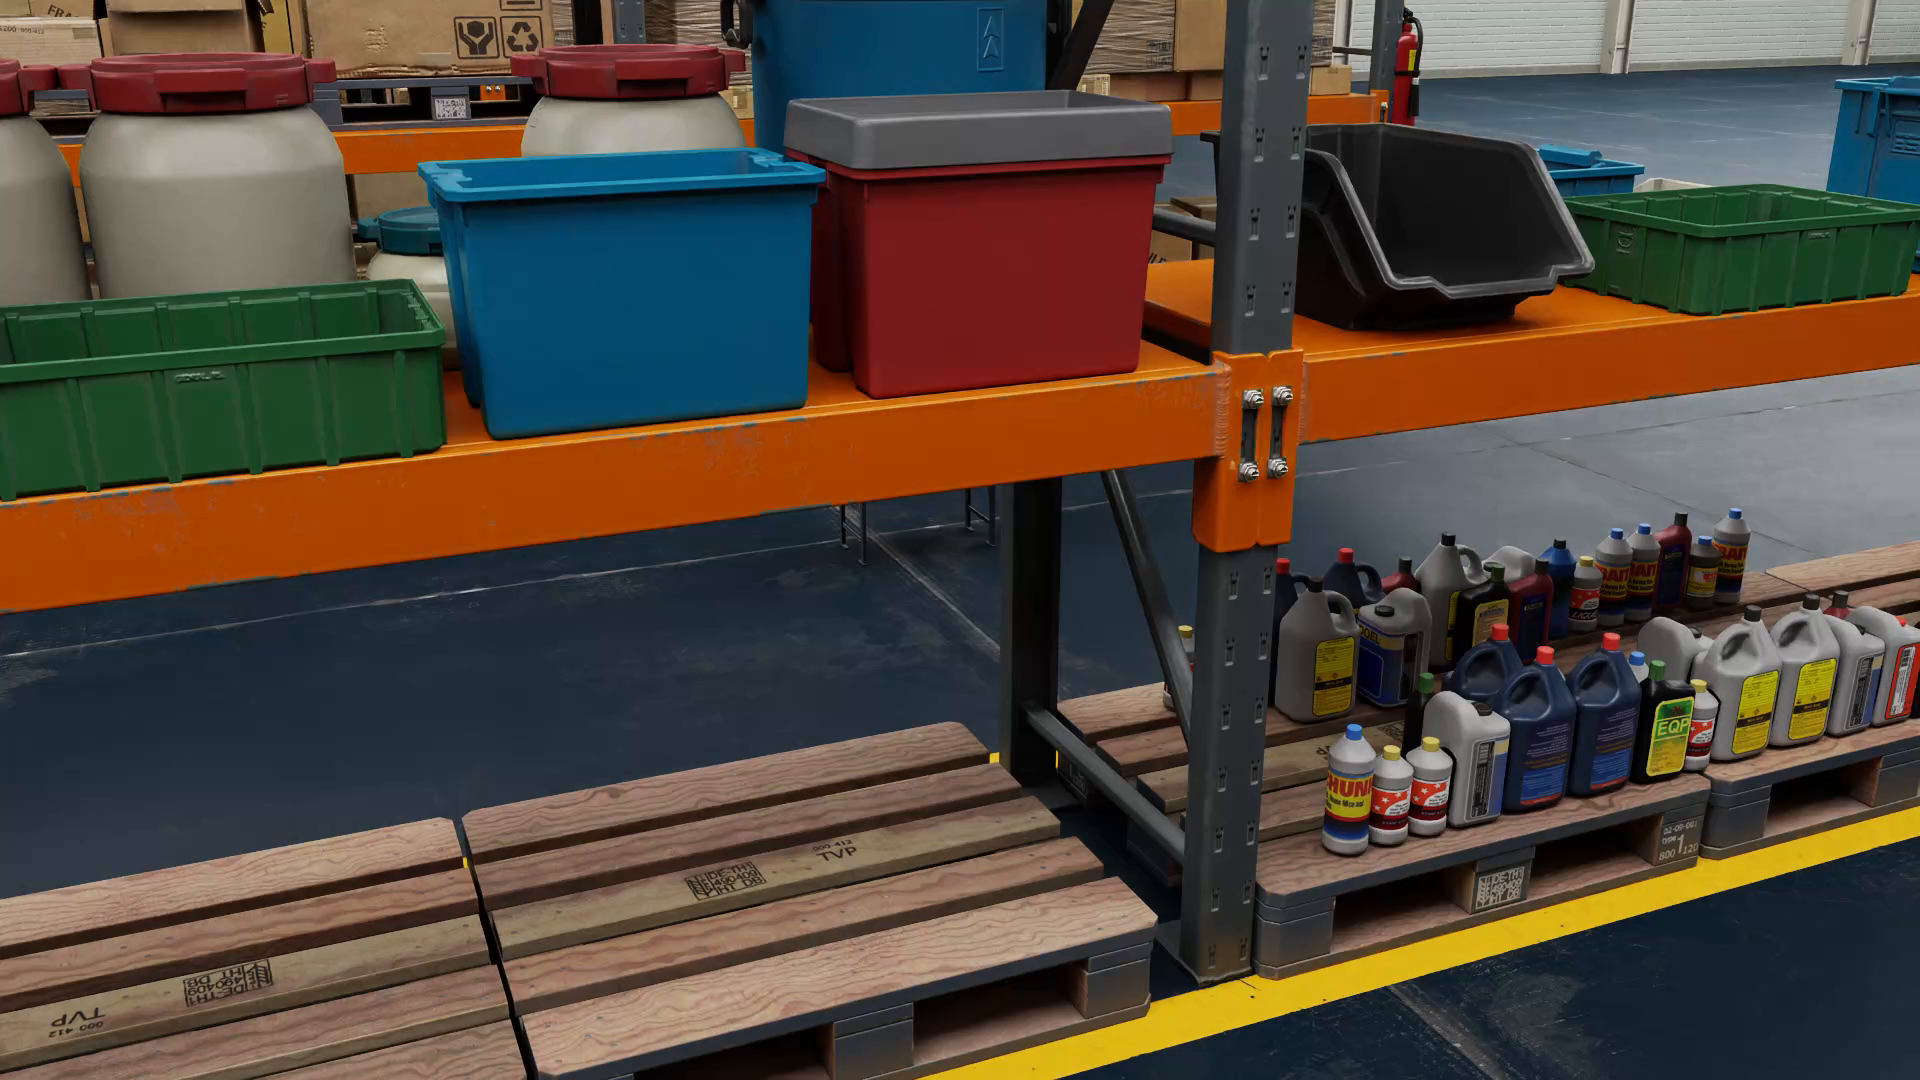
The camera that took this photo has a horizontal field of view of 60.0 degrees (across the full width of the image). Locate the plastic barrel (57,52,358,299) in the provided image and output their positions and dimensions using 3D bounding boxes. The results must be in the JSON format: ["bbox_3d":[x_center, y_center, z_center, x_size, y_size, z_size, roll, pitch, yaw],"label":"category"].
[{"bbox_3d":[-1.289,-0.564,2.903,0.433,0.535,0.433,0,19,0],"label":"plastic barrel"}]

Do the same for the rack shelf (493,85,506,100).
[{"bbox_3d":[-1.647,-3.616,12.857,4.000,0.370,1.077,-8,21,-22],"label":"rack shelf"}]

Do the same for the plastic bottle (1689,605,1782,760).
[{"bbox_3d":[1.820,0.326,3.906,0.185,0.351,0.144,-8,21,-22],"label":"plastic bottle"}]

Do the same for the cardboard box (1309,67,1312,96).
[{"bbox_3d":[1.652,-2.441,8.815,0.250,0.149,0.380,-8,21,-22],"label":"cardboard box"}]

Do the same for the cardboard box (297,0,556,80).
[{"bbox_3d":[-2.396,-2.585,7.312,1.000,1.000,1.000,-8,21,-22],"label":"cardboard box"}]

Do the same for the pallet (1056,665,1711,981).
[{"bbox_3d":[0.984,0.584,4.045,1.213,0.211,1.003,-8,21,-22],"label":"pallet"}]

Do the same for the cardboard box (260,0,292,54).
[{"bbox_3d":[-4.784,-3.456,11.170,0.500,0.500,0.500,-8,21,-21],"label":"cardboard box"}]

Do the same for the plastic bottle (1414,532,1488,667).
[{"bbox_3d":[1.300,0.146,4.417,0.185,0.351,0.144,-8,21,-22],"label":"plastic bottle"}]

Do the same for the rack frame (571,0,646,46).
[{"bbox_3d":[-1.611,-2.166,7.657,0.127,3.000,1.000,-8,21,-22],"label":"rack frame"}]

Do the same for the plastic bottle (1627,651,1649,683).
[{"bbox_3d":[1.550,0.389,3.848,0.097,0.271,0.097,0,19,0],"label":"plastic bottle"}]

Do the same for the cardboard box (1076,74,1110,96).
[{"bbox_3d":[0.546,-2.244,8.257,0.250,0.149,0.380,-8,21,-22],"label":"cardboard box"}]

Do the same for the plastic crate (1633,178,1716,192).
[{"bbox_3d":[1.741,-0.822,4.237,0.437,0.136,0.530,-8,21,-22],"label":"plastic crate"}]

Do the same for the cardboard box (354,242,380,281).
[{"bbox_3d":[-2.629,-1.063,7.627,0.500,0.500,0.700,-8,21,-22],"label":"cardboard box"}]

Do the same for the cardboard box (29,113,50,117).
[{"bbox_3d":[-8.687,-3.692,15.315,0.625,0.372,0.950,-10,22,-26],"label":"cardboard box"}]

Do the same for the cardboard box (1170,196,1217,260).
[{"bbox_3d":[1.481,-1.634,9.278,0.500,0.500,0.500,-4,20,-12],"label":"cardboard box"}]

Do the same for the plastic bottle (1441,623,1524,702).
[{"bbox_3d":[1.199,0.363,3.801,0.185,0.351,0.144,-8,21,-22],"label":"plastic bottle"}]

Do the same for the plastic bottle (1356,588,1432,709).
[{"bbox_3d":[1.086,0.266,4.190,0.135,0.276,0.152,-8,21,-22],"label":"plastic bottle"}]

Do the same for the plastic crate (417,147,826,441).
[{"bbox_3d":[-0.539,-0.408,2.689,0.575,0.384,0.392,-8,21,-22],"label":"plastic crate"}]

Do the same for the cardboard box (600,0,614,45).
[{"bbox_3d":[-2.653,-3.894,12.339,0.550,0.550,0.875,-8,21,-22],"label":"cardboard box"}]

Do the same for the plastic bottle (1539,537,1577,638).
[{"bbox_3d":[1.642,0.126,4.593,0.097,0.271,0.097,0,19,0],"label":"plastic bottle"}]

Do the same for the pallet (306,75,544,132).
[{"bbox_3d":[-2.371,-2.019,7.529,1.213,0.211,1.003,-8,21,-22],"label":"pallet"}]

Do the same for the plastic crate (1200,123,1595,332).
[{"bbox_3d":[0.882,-0.656,3.463,0.504,0.338,0.767,-8,21,-22],"label":"plastic crate"}]

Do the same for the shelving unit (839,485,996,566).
[{"bbox_3d":[-0.152,-0.544,5.761,0.503,1.200,0.258,-8,21,-22],"label":"shelving unit"}]

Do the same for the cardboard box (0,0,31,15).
[{"bbox_3d":[-6.171,-3.257,10.606,0.500,0.500,0.500,-8,21,-22],"label":"cardboard box"}]

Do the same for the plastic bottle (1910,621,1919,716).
[{"bbox_3d":[2.411,0.288,4.115,0.133,0.283,0.061,-8,21,-21],"label":"plastic bottle"}]

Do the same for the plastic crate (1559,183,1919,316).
[{"bbox_3d":[1.709,-0.648,3.665,0.662,0.188,0.450,-8,21,-22],"label":"plastic crate"}]

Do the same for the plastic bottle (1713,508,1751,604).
[{"bbox_3d":[2.235,0.041,4.835,0.097,0.271,0.097,0,19,0],"label":"plastic bottle"}]

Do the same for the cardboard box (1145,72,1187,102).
[{"bbox_3d":[0.961,-2.344,8.540,0.250,0.149,0.380,-8,21,-22],"label":"cardboard box"}]

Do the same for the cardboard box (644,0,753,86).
[{"bbox_3d":[-1.174,-2.394,7.706,0.500,0.500,0.875,-8,21,-22],"label":"cardboard box"}]

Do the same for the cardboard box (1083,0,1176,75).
[{"bbox_3d":[0.658,-2.661,8.464,0.500,0.500,0.875,-8,21,-22],"label":"cardboard box"}]

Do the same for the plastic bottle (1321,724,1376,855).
[{"bbox_3d":[0.817,0.516,3.487,0.097,0.271,0.097,0,19,0],"label":"plastic bottle"}]

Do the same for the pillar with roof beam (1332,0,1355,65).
[{"bbox_3d":[7.894,-10.506,22.311,0.400,9.000,9.100,-8,21,-22],"label":"pillar with roof beam"}]

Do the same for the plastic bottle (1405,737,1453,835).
[{"bbox_3d":[1.003,0.522,3.575,0.097,0.201,0.097,0,19,0],"label":"plastic bottle"}]

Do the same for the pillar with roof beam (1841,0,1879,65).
[{"bbox_3d":[18.912,-12.085,26.795,0.400,9.000,9.100,-8,21,-22],"label":"pillar with roof beam"}]

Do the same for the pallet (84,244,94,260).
[{"bbox_3d":[-6.402,-1.931,11.189,1.213,0.211,1.003,-8,21,-22],"label":"pallet"}]

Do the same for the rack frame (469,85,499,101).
[{"bbox_3d":[-3.483,-3.692,11.991,0.127,3.000,1.000,-8,21,-22],"label":"rack frame"}]

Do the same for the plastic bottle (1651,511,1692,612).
[{"bbox_3d":[2.020,0.060,4.764,0.133,0.283,0.061,-8,21,-21],"label":"plastic bottle"}]

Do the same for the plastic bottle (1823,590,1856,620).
[{"bbox_3d":[2.226,0.260,4.196,0.133,0.283,0.061,-8,21,-22],"label":"plastic bottle"}]

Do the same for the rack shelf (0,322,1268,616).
[{"bbox_3d":[-1.486,-0.053,2.740,4.000,0.370,1.077,-8,21,-22],"label":"rack shelf"}]

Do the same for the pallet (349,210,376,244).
[{"bbox_3d":[-4.162,-2.252,12.100,1.213,0.211,1.003,-8,21,-22],"label":"pallet"}]

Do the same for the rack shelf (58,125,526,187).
[{"bbox_3d":[-3.448,-1.564,7.029,4.000,0.370,1.077,-8,21,-22],"label":"rack shelf"}]

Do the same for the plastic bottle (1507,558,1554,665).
[{"bbox_3d":[1.494,0.190,4.393,0.133,0.283,0.061,-8,21,-22],"label":"plastic bottle"}]

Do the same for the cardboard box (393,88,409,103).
[{"bbox_3d":[-4.804,-3.827,14.999,0.500,0.500,0.500,-8,21,-22],"label":"cardboard box"}]

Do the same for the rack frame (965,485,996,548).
[{"bbox_3d":[0.072,-0.576,5.852,0.015,1.200,0.240,-8,21,-22],"label":"rack frame"}]

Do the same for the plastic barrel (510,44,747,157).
[{"bbox_3d":[-0.615,-0.661,3.177,0.433,0.535,0.433,0,19,0],"label":"plastic barrel"}]

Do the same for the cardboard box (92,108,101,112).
[{"bbox_3d":[-10.004,-5.419,19.840,0.625,0.625,0.875,-7,21,-20],"label":"cardboard box"}]

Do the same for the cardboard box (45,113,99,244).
[{"bbox_3d":[-5.760,-2.471,11.279,0.750,0.750,1.050,-8,21,-21],"label":"cardboard box"}]

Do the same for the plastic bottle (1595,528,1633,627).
[{"bbox_3d":[1.829,0.099,4.669,0.097,0.271,0.097,0,19,0],"label":"plastic bottle"}]

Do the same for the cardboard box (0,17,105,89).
[{"bbox_3d":[-3.654,-1.917,6.545,0.500,0.250,0.500,-9,21,-23],"label":"cardboard box"}]

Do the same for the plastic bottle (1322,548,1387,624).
[{"bbox_3d":[1.004,0.188,4.296,0.185,0.351,0.144,-9,21,-25],"label":"plastic bottle"}]

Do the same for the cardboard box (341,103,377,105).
[{"bbox_3d":[-6.017,-4.077,16.409,0.625,0.372,0.950,-8,21,-21],"label":"cardboard box"}]

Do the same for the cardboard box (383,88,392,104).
[{"bbox_3d":[-6.931,-5.565,20.819,0.500,0.250,0.500,-8,21,-21],"label":"cardboard box"}]

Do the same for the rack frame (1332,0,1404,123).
[{"bbox_3d":[2.061,-2.692,9.152,0.127,3.000,1.000,-8,21,-22],"label":"rack frame"}]

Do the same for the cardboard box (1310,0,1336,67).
[{"bbox_3d":[1.546,-2.816,8.904,0.500,0.500,0.875,-8,21,-22],"label":"cardboard box"}]

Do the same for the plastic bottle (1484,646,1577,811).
[{"bbox_3d":[1.256,0.407,3.677,0.185,0.351,0.144,-8,21,-20],"label":"plastic bottle"}]

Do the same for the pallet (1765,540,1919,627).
[{"bbox_3d":[3.224,0.263,4.957,1.213,0.211,1.003,-8,21,-22],"label":"pallet"}]

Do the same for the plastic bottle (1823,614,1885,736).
[{"bbox_3d":[2.141,0.314,4.053,0.135,0.276,0.152,-9,21,-23],"label":"plastic bottle"}]

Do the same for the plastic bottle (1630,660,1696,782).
[{"bbox_3d":[1.597,0.405,3.784,0.133,0.283,0.061,-7,21,-20],"label":"plastic bottle"}]
